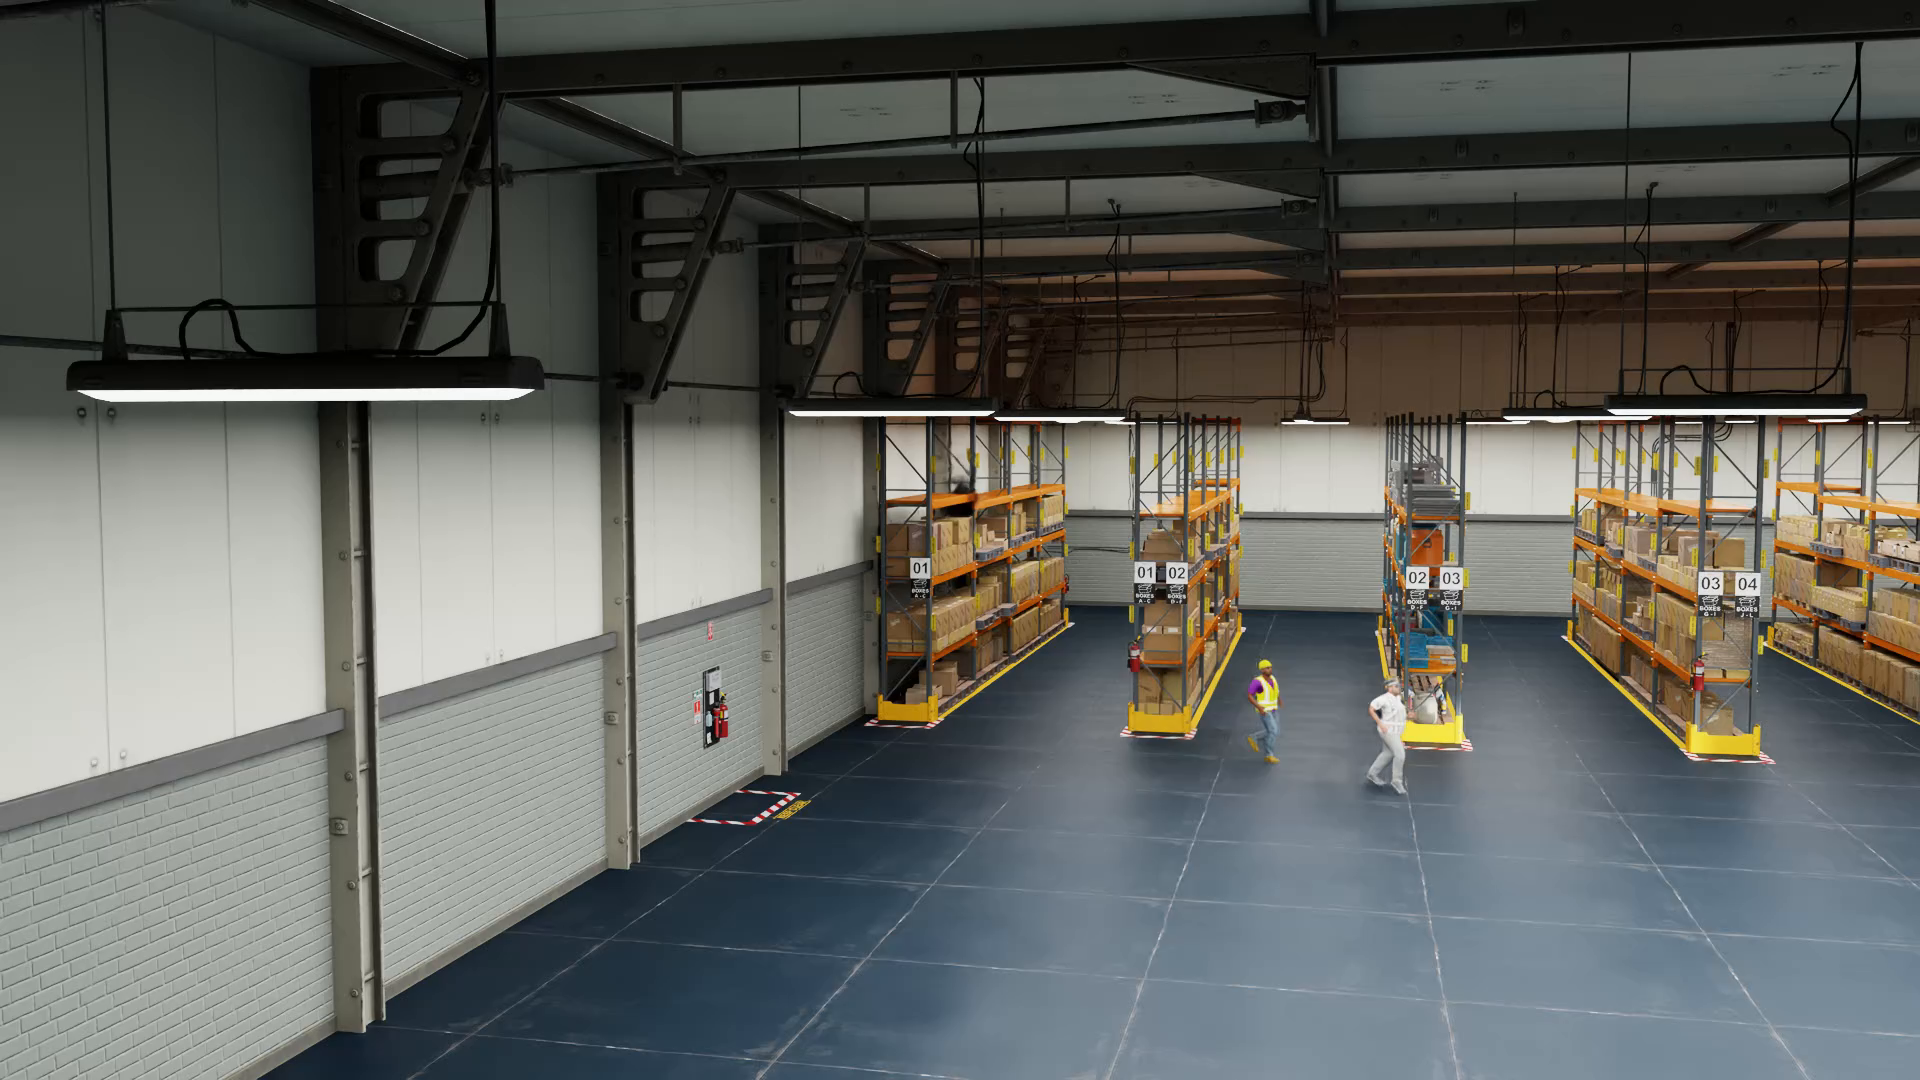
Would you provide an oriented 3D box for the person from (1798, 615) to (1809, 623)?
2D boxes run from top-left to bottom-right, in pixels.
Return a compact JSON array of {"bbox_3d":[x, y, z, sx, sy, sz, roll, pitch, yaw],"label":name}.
[{"bbox_3d":[22.811,1.950,44.567,0.605,1.523,0.695,2,4,30],"label":"person"}]

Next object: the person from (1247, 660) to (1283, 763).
[{"bbox_3d":[5.236,2.928,28.623,0.693,1.744,0.669,-4,5,-44],"label":"person"}]

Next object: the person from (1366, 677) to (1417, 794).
[{"bbox_3d":[6.798,3.072,26.255,0.813,1.854,0.642,3,5,34],"label":"person"}]
